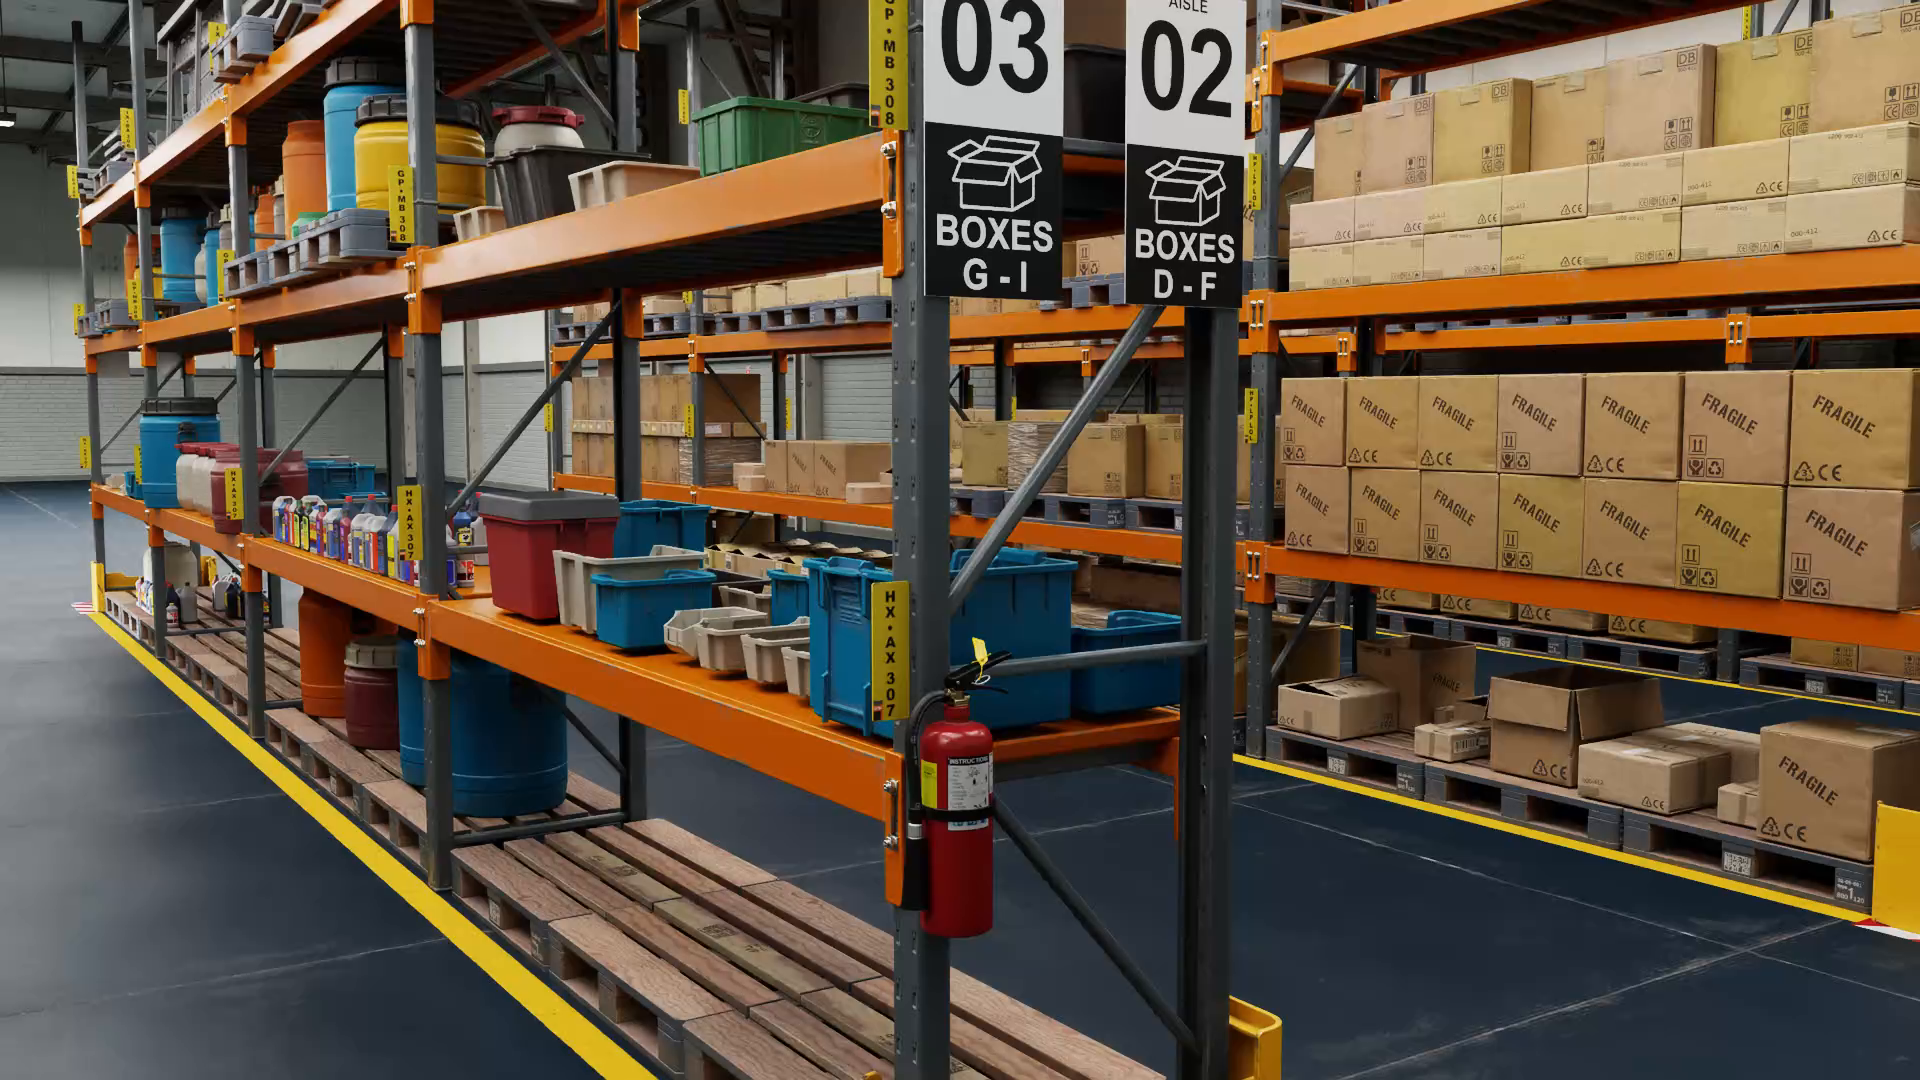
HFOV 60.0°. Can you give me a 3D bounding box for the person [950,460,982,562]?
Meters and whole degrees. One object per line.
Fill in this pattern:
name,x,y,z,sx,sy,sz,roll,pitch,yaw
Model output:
person,0.051,-0.015,16.296,0.503,1.654,0.398,-3,6,-34
